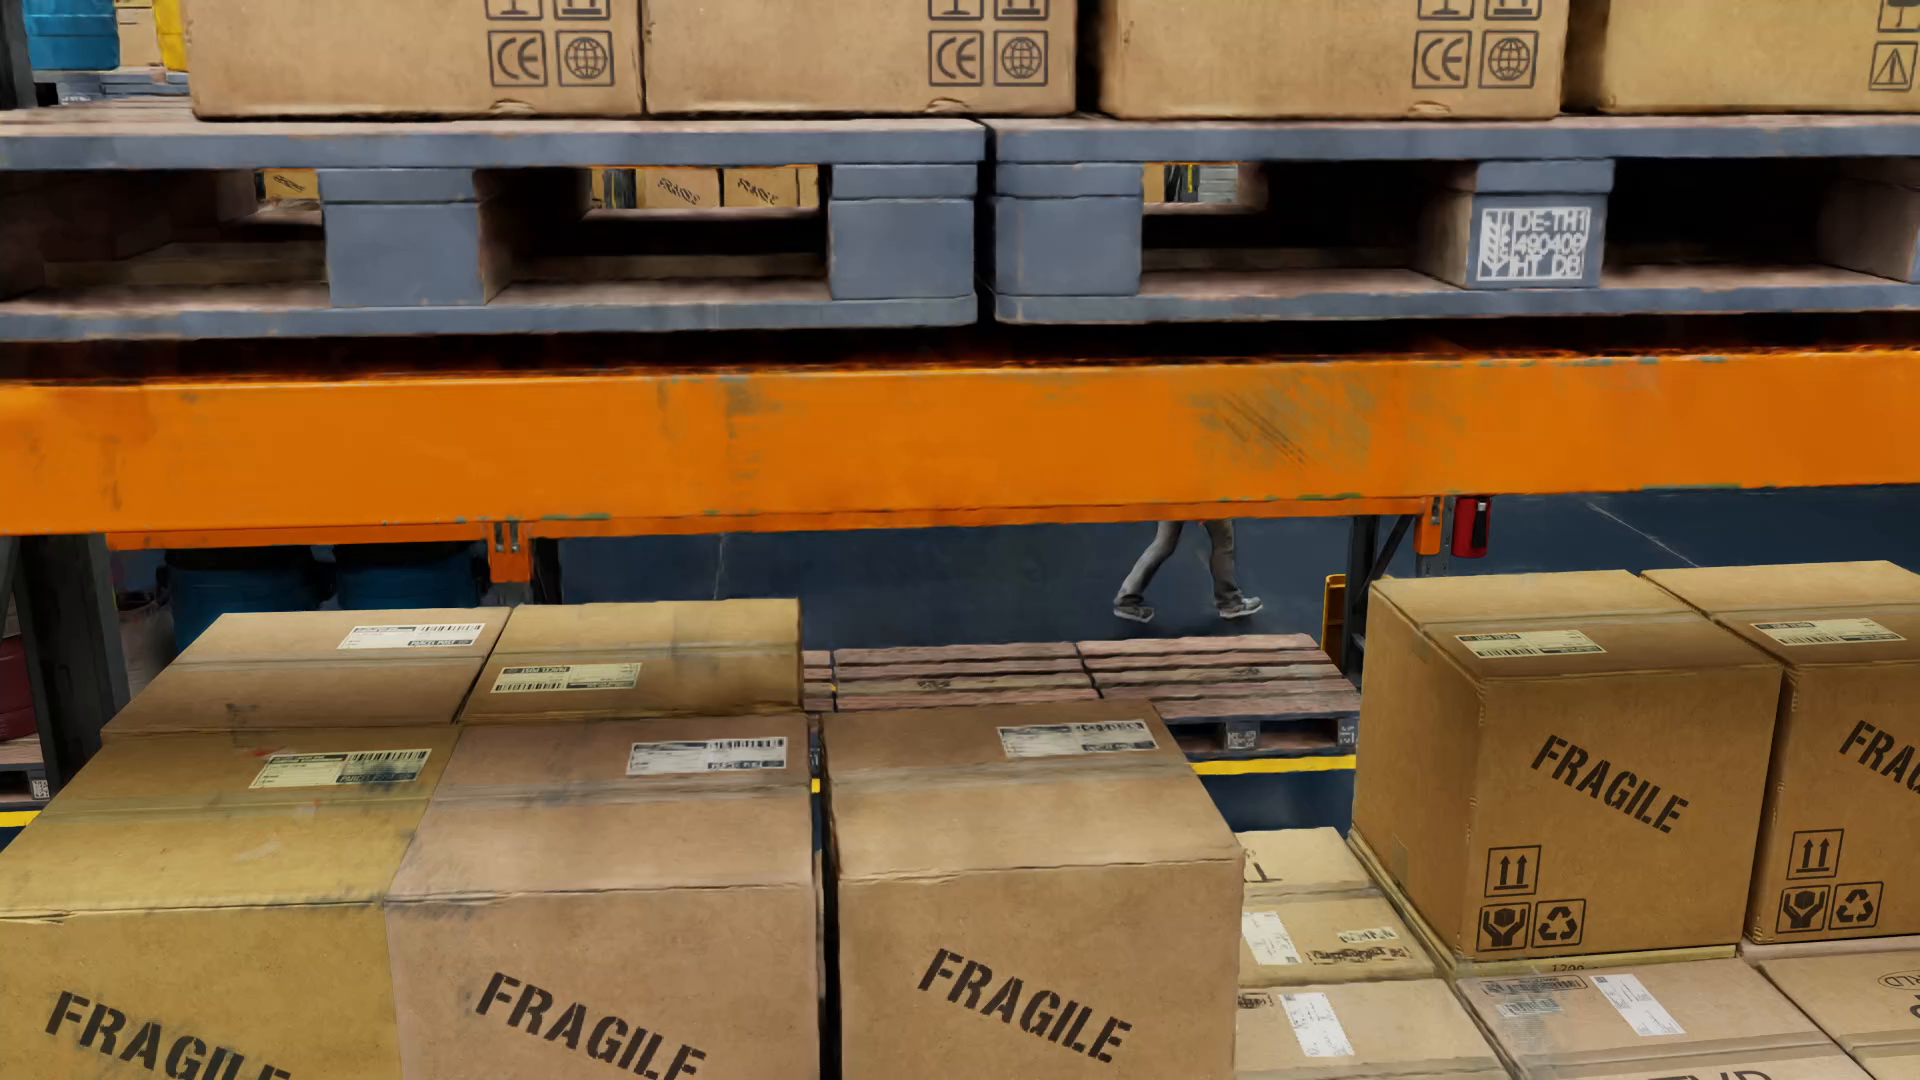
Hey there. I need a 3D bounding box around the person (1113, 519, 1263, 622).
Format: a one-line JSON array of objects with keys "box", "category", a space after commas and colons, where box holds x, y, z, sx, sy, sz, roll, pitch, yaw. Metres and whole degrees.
[{"box": [1.260, -0.293, 9.004, 0.931, 1.548, 0.445, -11, 20, -32], "category": "person"}]
